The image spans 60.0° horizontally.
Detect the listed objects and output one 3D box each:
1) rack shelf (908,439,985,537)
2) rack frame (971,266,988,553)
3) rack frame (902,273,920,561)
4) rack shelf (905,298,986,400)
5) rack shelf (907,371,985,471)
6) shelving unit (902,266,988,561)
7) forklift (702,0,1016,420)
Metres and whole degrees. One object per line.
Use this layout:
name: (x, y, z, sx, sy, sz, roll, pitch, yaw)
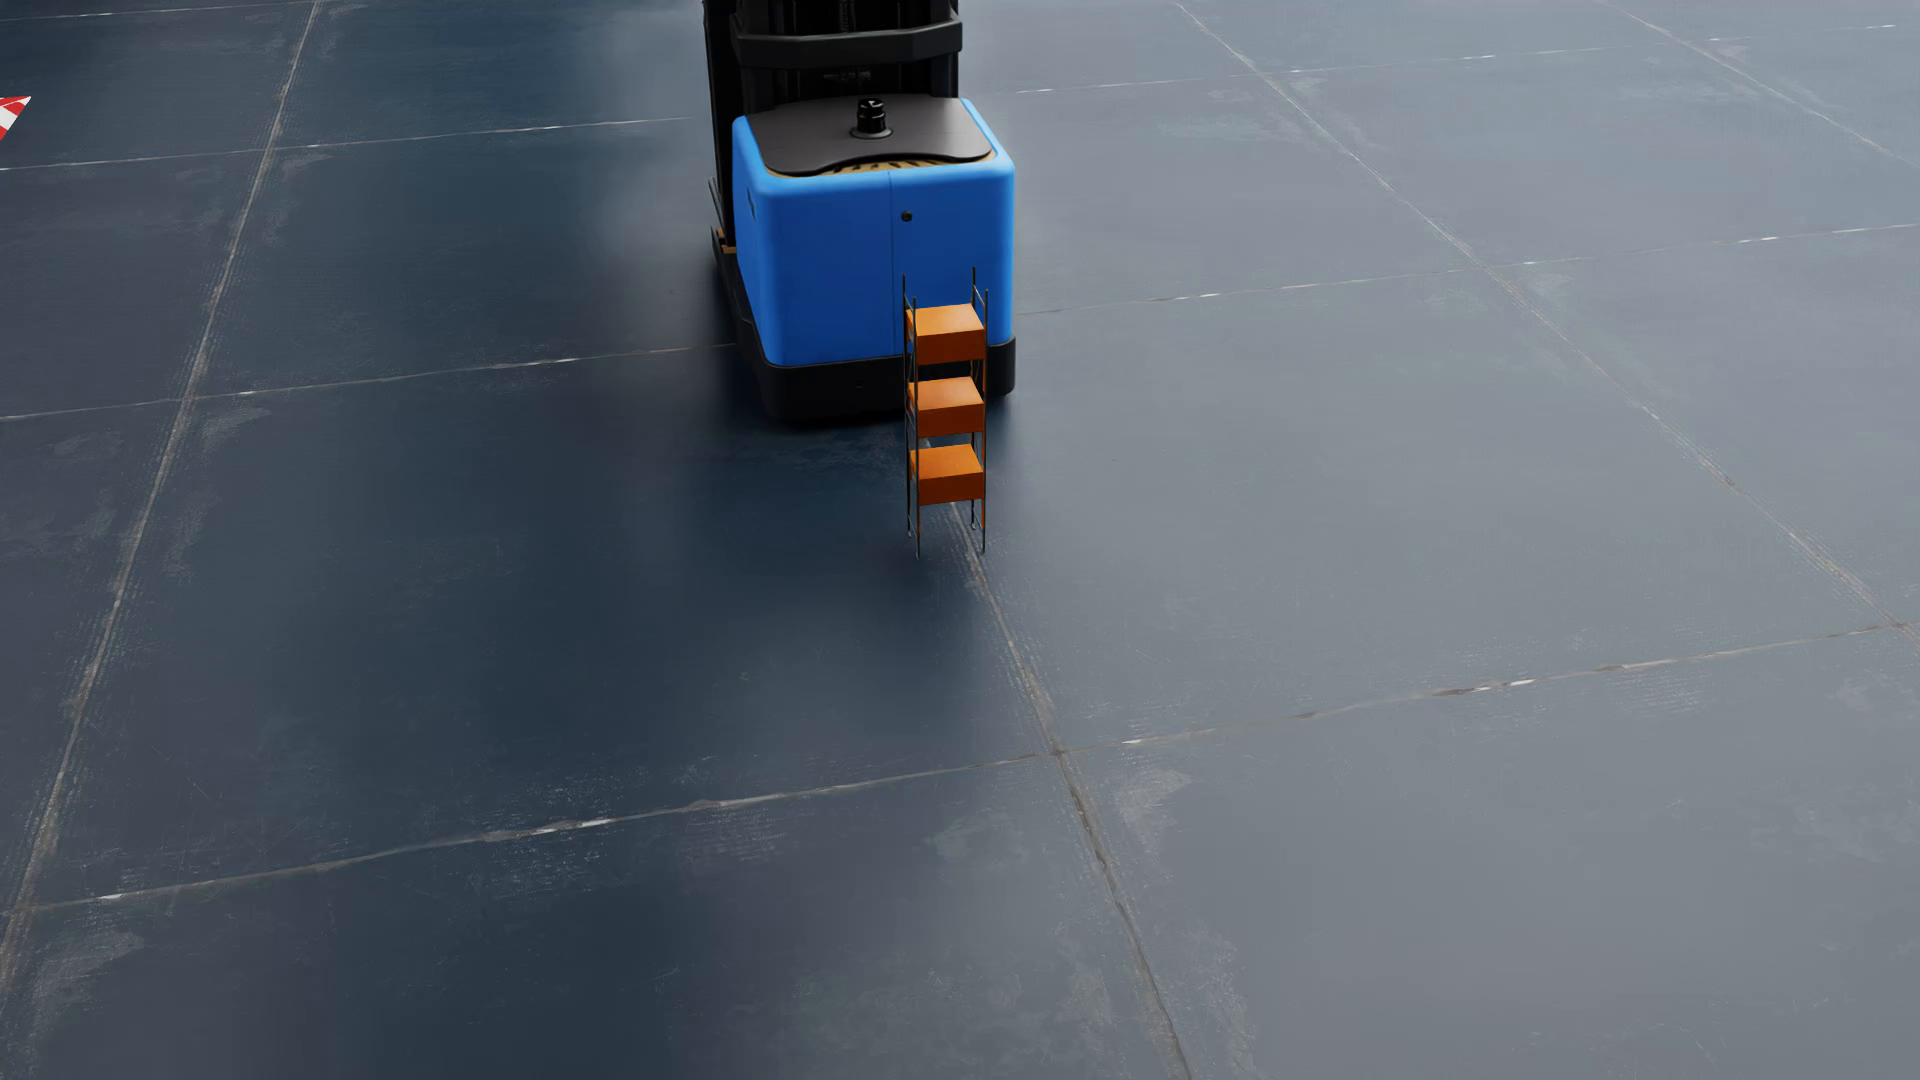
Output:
rack shelf: (-0.052, -0.190, 6.021, 0.240, 0.259, 0.215, -7, 35, -11)
rack frame: (0.067, -0.444, 5.882, 0.008, 1.050, 0.200, -7, 35, -11)
rack frame: (-0.171, -0.414, 5.838, 0.008, 1.050, 0.200, -7, 35, -11)
rack shelf: (-0.052, -0.656, 5.708, 0.240, 0.259, 0.215, -7, 35, -11)
rack shelf: (-0.052, -0.421, 5.866, 0.240, 0.259, 0.215, -7, 35, -11)
shelving unit: (-0.052, -0.429, 5.860, 0.252, 1.050, 0.215, -7, 35, -11)
forklift: (-0.604, -2.519, 7.286, 1.130, 2.935, 3.031, -7, 35, -11)
